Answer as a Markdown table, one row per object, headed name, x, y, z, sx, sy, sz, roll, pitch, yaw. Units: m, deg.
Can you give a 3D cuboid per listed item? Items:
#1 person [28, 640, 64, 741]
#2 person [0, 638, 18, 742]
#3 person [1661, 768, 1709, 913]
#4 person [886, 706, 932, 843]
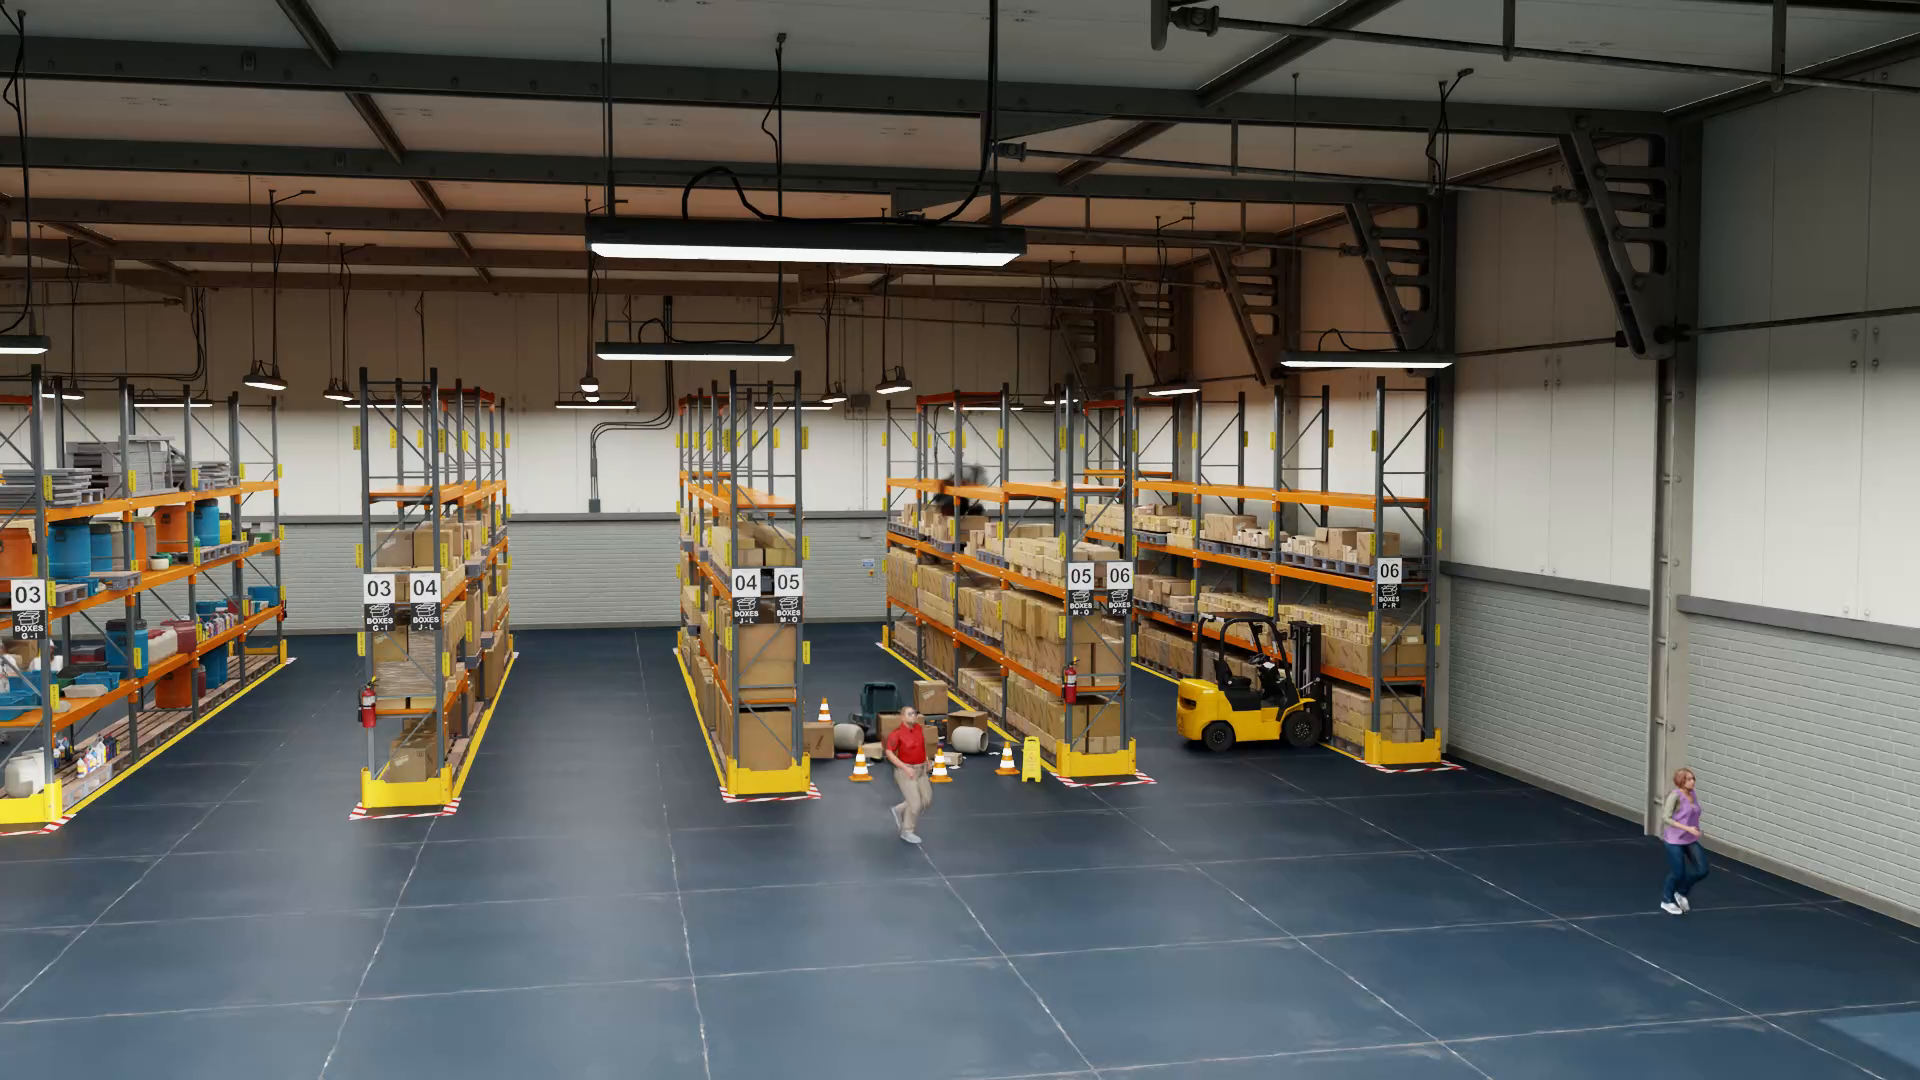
| name | x | y | z | sx | sy | sz | roll | pitch | yaw |
| --- | --- | --- | --- | --- | --- | --- | --- | --- | --- |
| person | -14.857 | 2.501 | 27.120 | 0.667 | 1.737 | 0.605 | -1 | 4 | -18 |
| person | -15.792 | 2.510 | 27.255 | 0.639 | 1.822 | 0.683 | -1 | 4 | -17 |
| person | 7.598 | 3.218 | 17.449 | 0.536 | 1.469 | 0.585 | -1 | 4 | -24 |
| person | -0.639 | 2.925 | 20.868 | 0.528 | 1.697 | 0.661 | 3 | 4 | 39 |
